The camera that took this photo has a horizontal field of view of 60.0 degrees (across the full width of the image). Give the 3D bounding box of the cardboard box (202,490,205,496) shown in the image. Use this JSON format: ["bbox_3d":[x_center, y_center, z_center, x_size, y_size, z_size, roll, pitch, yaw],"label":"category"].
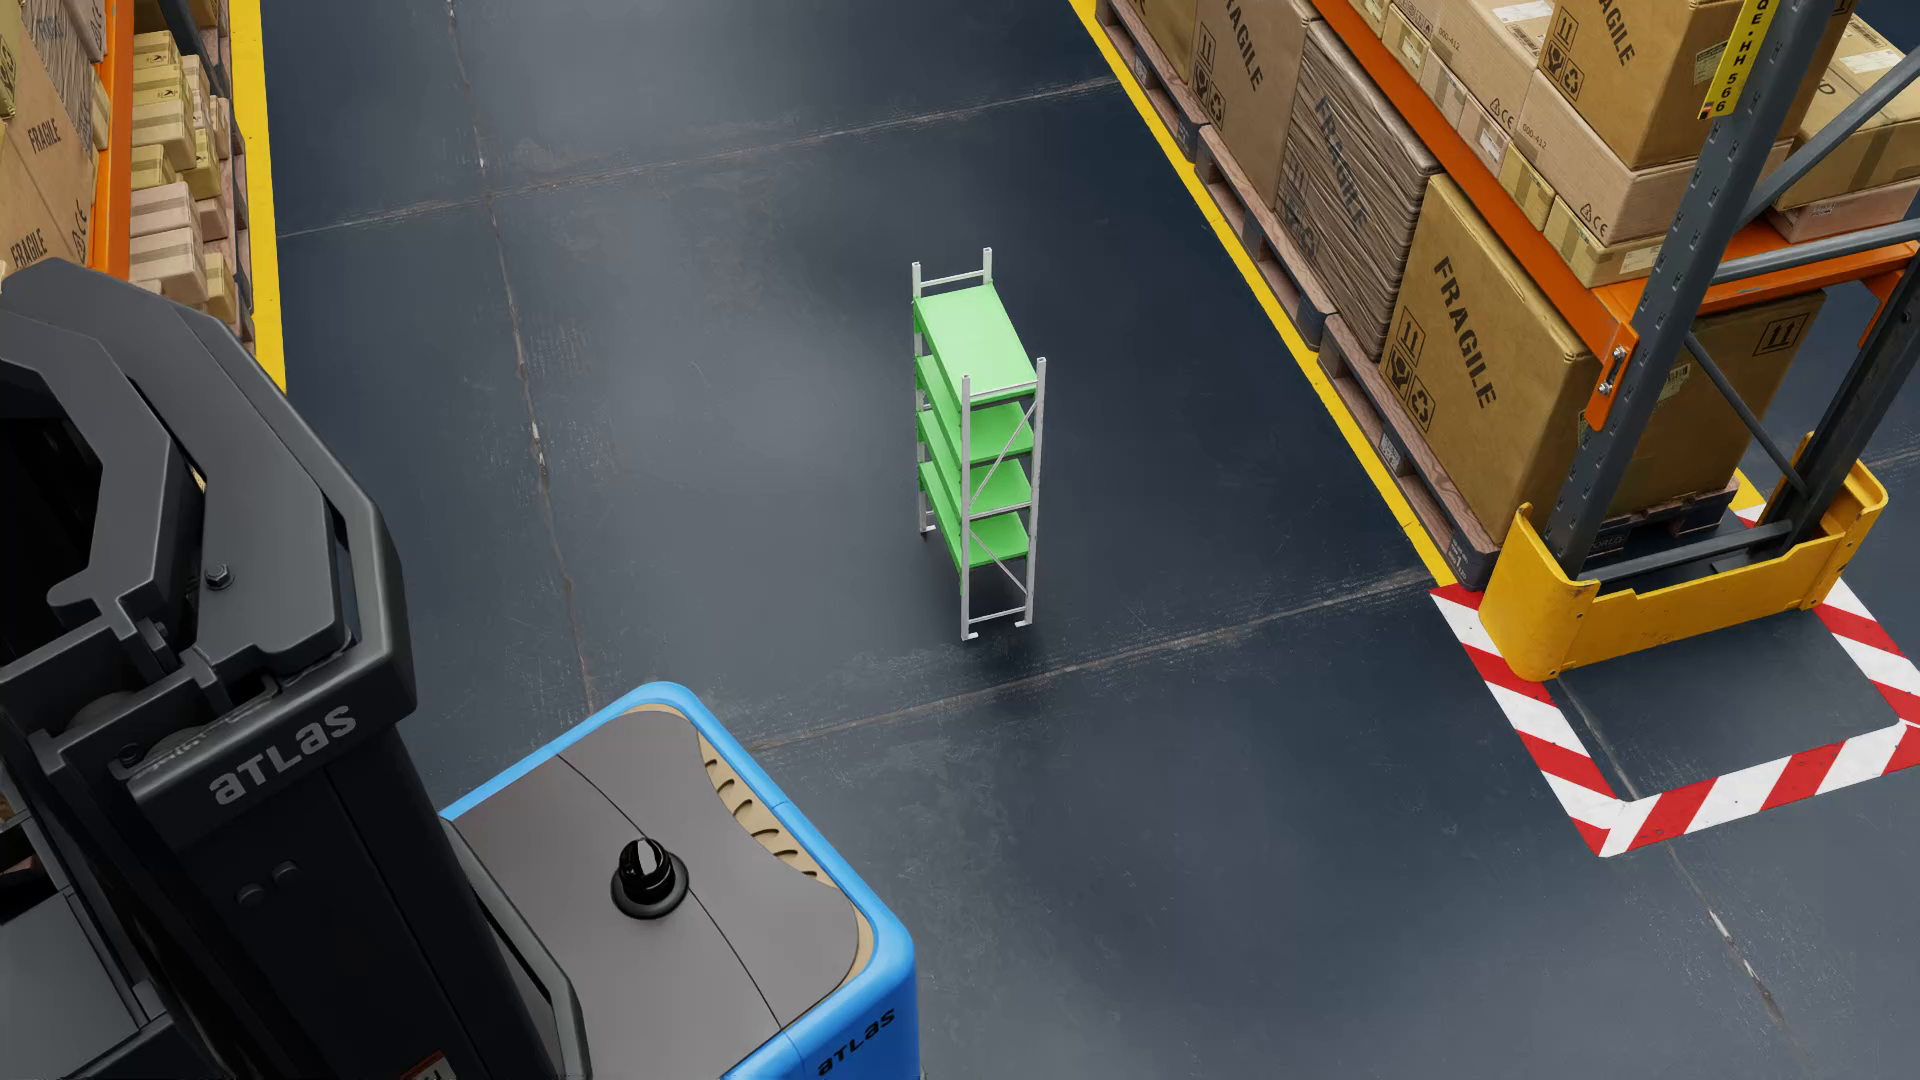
[{"bbox_3d":[-2.436,0.023,4.970,0.380,0.149,0.250,-13,51,-11],"label":"cardboard box"}]

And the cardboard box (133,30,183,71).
[{"bbox_3d":[-3.286,-1.851,6.549,0.380,0.149,0.250,-12,51,-10],"label":"cardboard box"}]

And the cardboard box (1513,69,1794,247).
[{"bbox_3d":[1.914,-1.112,4.629,0.500,0.250,0.500,-14,51,-12],"label":"cardboard box"}]

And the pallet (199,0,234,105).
[{"bbox_3d":[-3.872,-2.313,7.562,1.003,0.211,1.213,-13,51,-11],"label":"pallet"}]

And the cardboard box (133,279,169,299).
[{"bbox_3d":[-2.861,-0.709,5.587,0.380,0.149,0.250,-13,51,-11],"label":"cardboard box"}]

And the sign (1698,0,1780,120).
[{"bbox_3d":[1.788,-1.107,3.809,0.100,0.325,0.005,-13,51,-11],"label":"sign"}]

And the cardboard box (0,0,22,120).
[{"bbox_3d":[-2.624,-1.313,3.981,0.500,0.500,0.500,-14,51,-12],"label":"cardboard box"}]

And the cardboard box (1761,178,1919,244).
[{"bbox_3d":[2.521,-1.023,4.815,0.380,0.149,0.250,-13,51,-11],"label":"cardboard box"}]

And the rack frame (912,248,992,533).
[{"bbox_3d":[-0.023,-0.444,5.340,0.240,1.200,0.015,-13,51,-11],"label":"rack frame"}]

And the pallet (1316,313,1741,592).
[{"bbox_3d":[2.000,-0.438,5.981,1.003,0.211,1.213,-13,51,-11],"label":"pallet"}]

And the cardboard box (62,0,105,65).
[{"bbox_3d":[-2.929,-1.740,4.995,0.500,0.500,0.500,-14,51,-11],"label":"cardboard box"}]

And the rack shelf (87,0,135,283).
[{"bbox_3d":[-3.049,-0.951,5.061,1.077,0.370,4.000,-13,51,-11],"label":"rack shelf"}]

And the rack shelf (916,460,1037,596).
[{"bbox_3d":[0.049,-0.070,5.422,0.258,0.148,0.480,-13,51,-11],"label":"rack shelf"}]

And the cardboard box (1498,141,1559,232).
[{"bbox_3d":[1.812,-1.064,4.850,0.380,0.149,0.250,-13,51,-11],"label":"cardboard box"}]

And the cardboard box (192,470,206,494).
[{"bbox_3d":[-2.523,-0.059,5.233,0.380,0.149,0.250,-12,51,-10],"label":"cardboard box"}]

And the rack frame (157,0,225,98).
[{"bbox_3d":[-3.640,-2.644,6.017,1.000,3.000,0.127,-13,51,-11],"label":"rack frame"}]

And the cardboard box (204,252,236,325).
[{"bbox_3d":[-2.893,-0.895,6.133,0.380,0.149,0.250,-13,51,-11],"label":"cardboard box"}]

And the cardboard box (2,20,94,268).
[{"bbox_3d":[-2.642,-0.987,4.360,0.500,0.500,0.500,-13,51,-10],"label":"cardboard box"}]

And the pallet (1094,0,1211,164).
[{"bbox_3d":[1.278,-2.220,7.483,1.003,0.211,1.213,-13,51,-11],"label":"pallet"}]

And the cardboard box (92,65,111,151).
[{"bbox_3d":[-2.801,-1.282,5.033,0.380,0.149,0.250,-12,51,-10],"label":"cardboard box"}]

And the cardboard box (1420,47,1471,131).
[{"bbox_3d":[1.666,-1.431,5.159,0.380,0.149,0.250,-13,51,-10],"label":"cardboard box"}]

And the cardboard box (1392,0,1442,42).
[{"bbox_3d":[1.614,-1.854,5.254,0.500,0.250,0.500,-15,51,-12],"label":"cardboard box"}]

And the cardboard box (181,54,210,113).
[{"bbox_3d":[-3.243,-1.798,6.699,0.380,0.149,0.250,-12,51,-10],"label":"cardboard box"}]

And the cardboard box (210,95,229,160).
[{"bbox_3d":[-3.199,-1.651,6.770,0.380,0.149,0.250,-13,51,-11],"label":"cardboard box"}]

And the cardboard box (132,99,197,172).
[{"bbox_3d":[-3.092,-1.493,6.248,0.380,0.149,0.250,-14,51,-11],"label":"cardboard box"}]

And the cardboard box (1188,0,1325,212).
[{"bbox_3d":[1.513,-1.985,6.576,0.875,0.875,0.875,-13,51,-11],"label":"cardboard box"}]

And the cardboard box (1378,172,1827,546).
[{"bbox_3d":[2.045,-0.670,5.468,0.875,0.875,0.875,-13,51,-11],"label":"cardboard box"}]

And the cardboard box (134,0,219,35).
[{"bbox_3d":[-3.605,-2.573,7.318,0.500,0.500,0.500,-12,51,-10],"label":"cardboard box"}]

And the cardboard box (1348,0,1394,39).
[{"bbox_3d":[1.510,-1.810,5.478,0.380,0.149,0.250,-13,51,-11],"label":"cardboard box"}]

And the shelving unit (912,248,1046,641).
[{"bbox_3d":[0.049,-0.266,5.189,0.258,1.200,0.503,-13,51,-11],"label":"shelving unit"}]

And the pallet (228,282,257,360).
[{"bbox_3d":[-3.043,-0.370,5.924,1.003,0.211,1.213,-13,51,-11],"label":"pallet"}]

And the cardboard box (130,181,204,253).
[{"bbox_3d":[-2.922,-1.109,5.924,0.380,0.149,0.250,-16,52,-13],"label":"cardboard box"}]

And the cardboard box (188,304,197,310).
[{"bbox_3d":[-2.921,-0.824,5.878,0.380,0.149,0.250,-16,52,-13],"label":"cardboard box"}]

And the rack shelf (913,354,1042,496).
[{"bbox_3d":[0.049,-0.379,5.055,0.258,0.148,0.480,-13,51,-11],"label":"rack shelf"}]

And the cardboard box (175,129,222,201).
[{"bbox_3d":[-3.055,-1.412,6.373,0.380,0.149,0.250,-15,51,-12],"label":"cardboard box"}]

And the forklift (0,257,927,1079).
[{"bbox_3d":[-1.533,1.080,2.922,3.031,2.935,1.130,-33,57,-25],"label":"forklift"}]

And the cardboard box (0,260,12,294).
[{"bbox_3d":[-2.326,-0.241,3.731,0.500,0.500,0.500,-11,51,-9],"label":"cardboard box"}]
